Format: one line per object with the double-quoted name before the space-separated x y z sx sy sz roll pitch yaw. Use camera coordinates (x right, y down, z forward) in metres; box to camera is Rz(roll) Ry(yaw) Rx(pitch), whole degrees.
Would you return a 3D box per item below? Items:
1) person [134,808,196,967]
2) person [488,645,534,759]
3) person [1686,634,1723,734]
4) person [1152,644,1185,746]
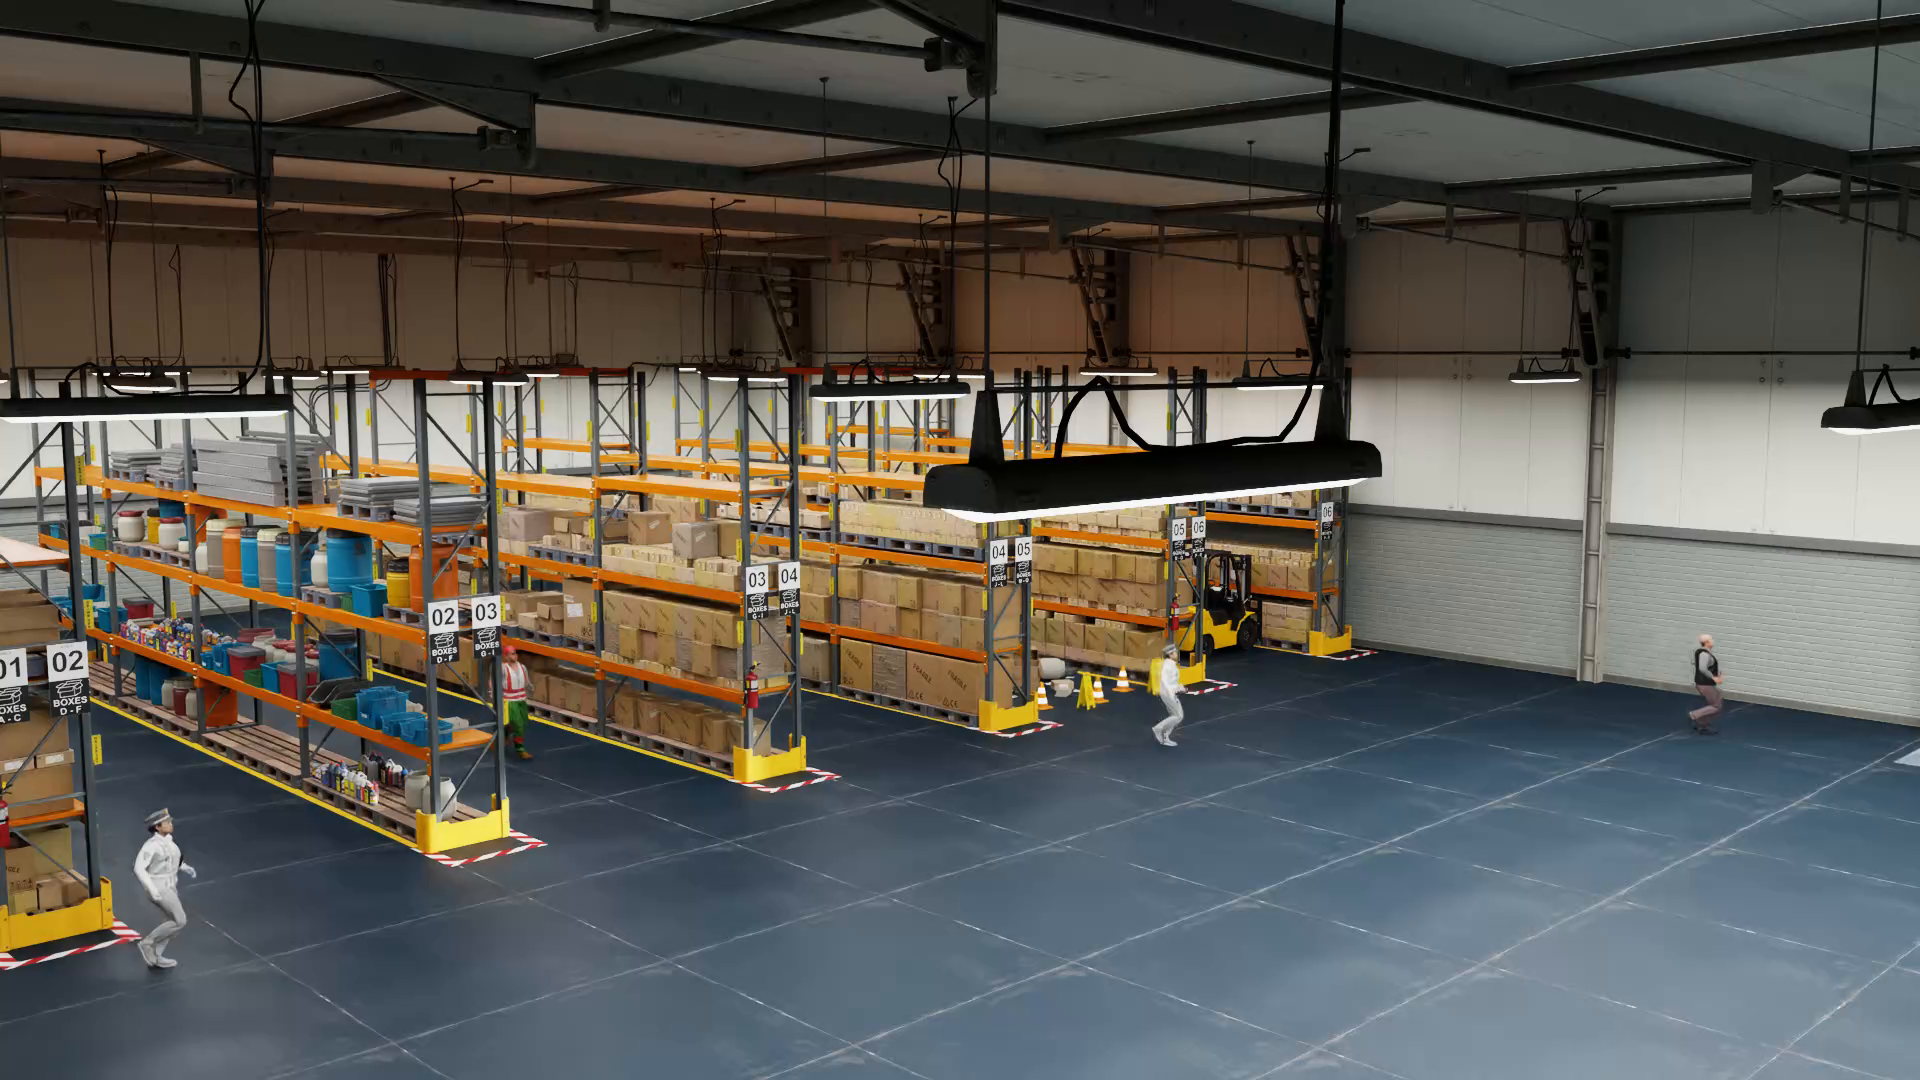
"person" -8.188 3.579 17.149 0.536 1.664 0.630 -1 7 -10
"person" -6.993 2.522 26.044 0.821 1.760 0.669 5 8 37
"person" 12.362 2.392 27.567 0.609 1.672 0.658 1 7 12
"person" 3.376 2.492 26.829 0.544 1.662 0.634 0 6 2
